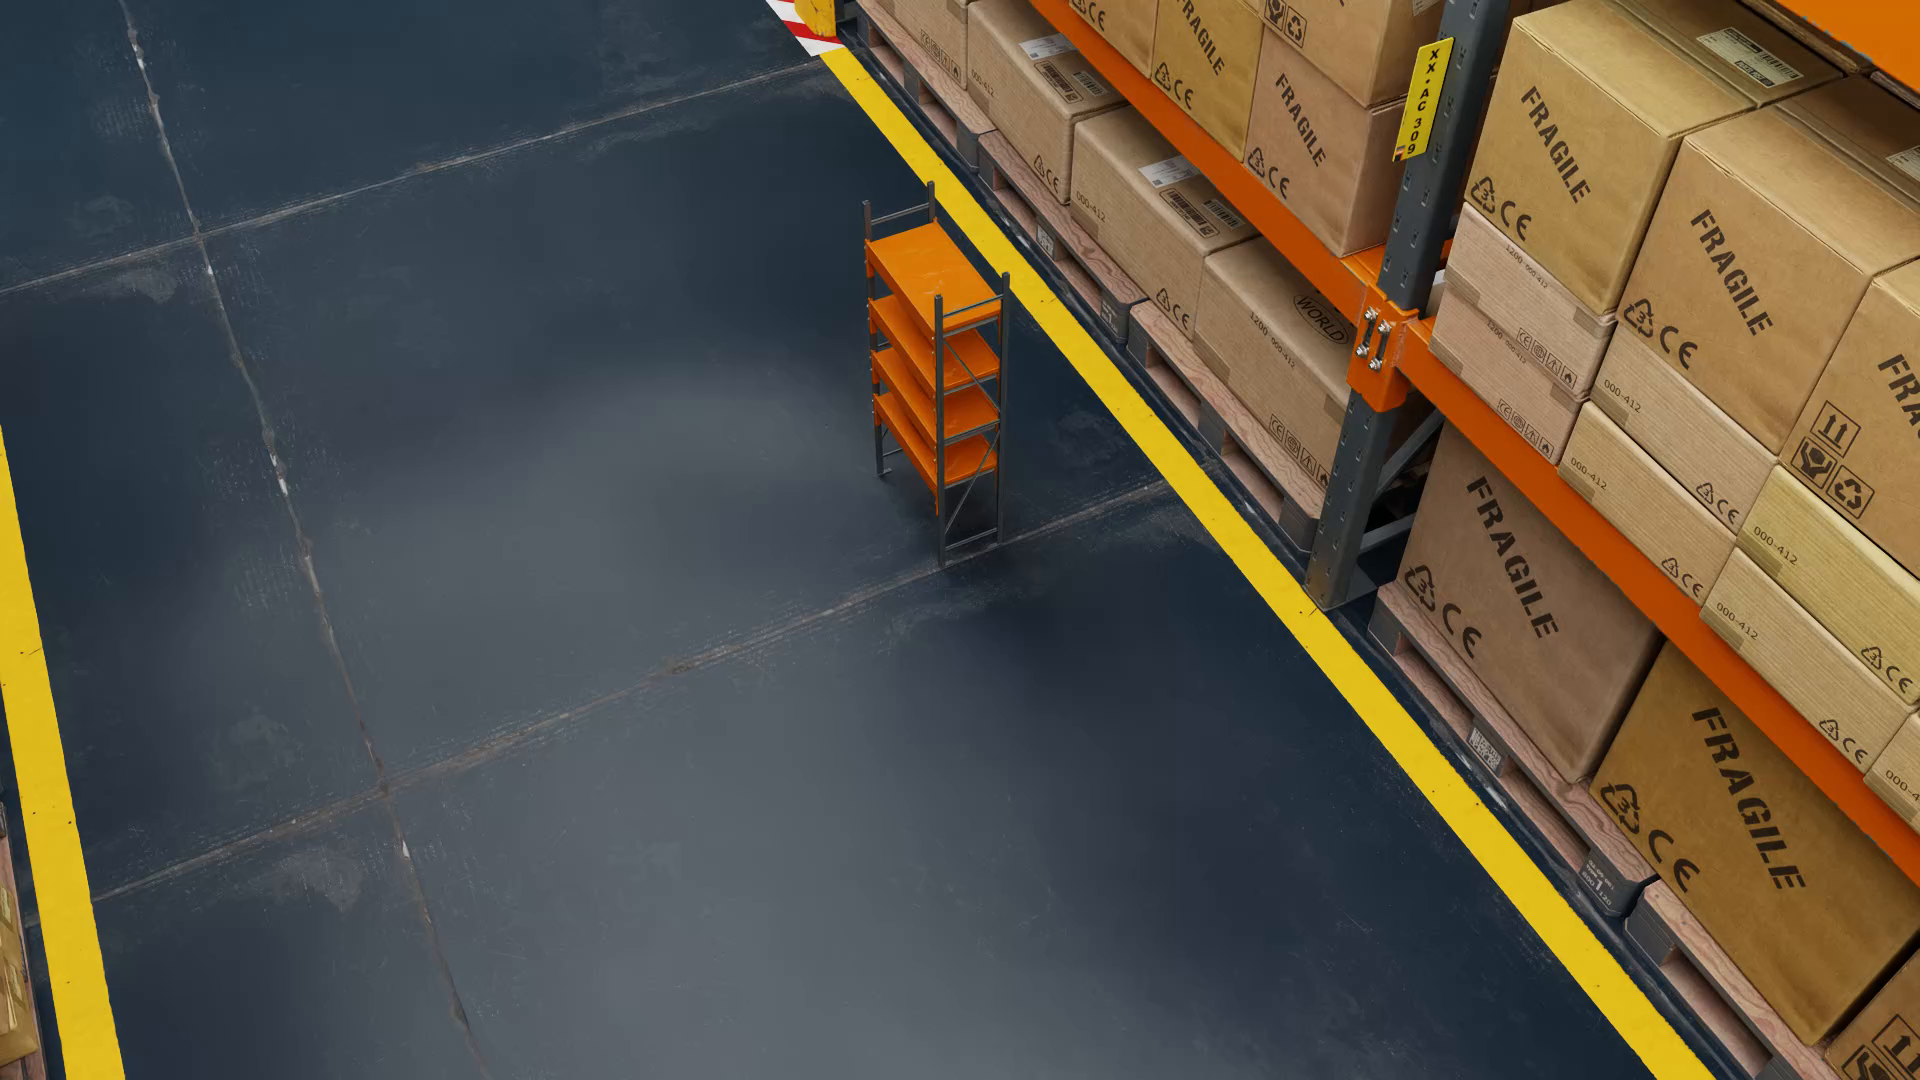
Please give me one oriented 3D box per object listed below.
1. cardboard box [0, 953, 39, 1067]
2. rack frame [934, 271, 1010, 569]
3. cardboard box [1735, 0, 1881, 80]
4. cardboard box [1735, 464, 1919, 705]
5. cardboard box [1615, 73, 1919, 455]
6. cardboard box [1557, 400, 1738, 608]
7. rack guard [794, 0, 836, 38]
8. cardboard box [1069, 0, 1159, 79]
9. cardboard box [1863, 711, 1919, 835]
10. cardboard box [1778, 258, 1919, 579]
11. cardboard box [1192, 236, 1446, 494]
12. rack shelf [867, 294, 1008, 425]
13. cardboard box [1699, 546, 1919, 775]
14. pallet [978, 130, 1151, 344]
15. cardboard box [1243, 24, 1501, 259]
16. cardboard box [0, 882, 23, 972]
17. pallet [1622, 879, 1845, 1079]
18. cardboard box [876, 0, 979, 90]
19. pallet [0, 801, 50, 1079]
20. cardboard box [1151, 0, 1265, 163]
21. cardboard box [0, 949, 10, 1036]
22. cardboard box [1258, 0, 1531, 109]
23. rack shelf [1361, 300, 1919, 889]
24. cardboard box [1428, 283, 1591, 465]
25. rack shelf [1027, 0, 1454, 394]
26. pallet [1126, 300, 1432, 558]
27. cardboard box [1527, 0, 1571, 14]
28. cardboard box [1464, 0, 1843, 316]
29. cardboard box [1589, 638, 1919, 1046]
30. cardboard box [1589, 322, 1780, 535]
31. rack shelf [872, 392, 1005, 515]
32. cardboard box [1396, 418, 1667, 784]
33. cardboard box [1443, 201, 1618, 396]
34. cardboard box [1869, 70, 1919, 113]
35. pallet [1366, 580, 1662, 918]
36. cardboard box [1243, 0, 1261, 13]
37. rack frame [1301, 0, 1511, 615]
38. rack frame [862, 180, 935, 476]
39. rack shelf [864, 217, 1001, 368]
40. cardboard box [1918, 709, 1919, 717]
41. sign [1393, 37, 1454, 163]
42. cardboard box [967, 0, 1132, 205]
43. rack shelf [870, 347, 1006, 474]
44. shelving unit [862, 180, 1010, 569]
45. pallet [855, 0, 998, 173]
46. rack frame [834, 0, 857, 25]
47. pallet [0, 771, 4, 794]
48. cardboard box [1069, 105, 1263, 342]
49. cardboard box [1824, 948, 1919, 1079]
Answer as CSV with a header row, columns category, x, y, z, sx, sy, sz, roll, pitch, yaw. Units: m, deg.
category,x,y,z,sx,sy,sz,roll,pitch,yaw
cardboard box,-2.612,1.265,4.266,0.380,0.149,0.250,-23,53,-19
rack frame,0.036,-0.342,5.252,0.240,1.200,0.015,-21,52,-18
cardboard box,2.052,-1.103,3.991,0.500,0.500,0.500,-20,52,-16
cardboard box,2.045,0.009,3.517,0.500,0.250,0.500,-21,52,-17
cardboard box,1.827,-0.591,3.544,0.500,0.500,0.500,-21,52,-18
cardboard box,1.829,-0.173,4.008,0.500,0.250,0.500,-22,52,-18
rack guard,-0.218,-2.824,7.888,1.175,0.500,0.348,-21,52,-18
cardboard box,0.701,-1.883,5.337,0.500,0.500,0.500,-22,52,-18
cardboard box,2.270,0.513,3.408,0.500,0.250,0.500,-22,52,-18
cardboard box,2.054,-0.255,3.249,0.500,0.500,0.500,-22,52,-18
cardboard box,1.432,-0.705,5.797,0.875,0.438,0.875,-22,52,-18
rack shelf,-0.076,-0.609,5.278,0.258,0.148,0.480,-21,52,-18
cardboard box,2.049,0.176,3.703,0.500,0.250,0.500,-22,52,-18
pallet,0.783,-1.389,6.825,1.003,0.211,1.213,-21,52,-18
cardboard box,1.184,-1.209,4.748,0.500,0.500,0.500,-21,52,-17
cardboard box,-2.734,1.087,4.422,0.380,0.149,0.250,-20,52,-16
pallet,2.606,1.273,4.497,1.003,0.211,1.213,-21,52,-18
cardboard box,0.184,-2.518,7.383,0.875,0.438,0.875,-23,53,-19
pallet,-3.070,1.300,4.473,1.003,0.211,1.213,-21,52,-18
cardboard box,0.944,-1.551,5.048,0.500,0.500,0.500,-22,52,-18
cardboard box,-2.613,1.169,4.152,0.380,0.149,0.250,-19,51,-16
cardboard box,1.162,-1.536,4.370,0.500,0.500,0.500,-22,52,-18
rack shelf,2.539,0.622,3.691,1.077,0.370,4.000,-21,52,-18
cardboard box,1.590,-0.519,4.311,0.500,0.250,0.500,-22,52,-18
rack shelf,0.709,-2.055,6.033,1.077,0.370,4.000,-21,52,-18
pallet,1.345,-0.571,6.110,1.003,0.211,1.213,-21,52,-18
cardboard box,1.621,-1.718,4.529,0.500,0.500,0.500,-21,52,-17
cardboard box,1.570,-0.922,3.833,0.500,0.500,0.500,-21,52,-17
cardboard box,2.399,0.597,4.368,0.875,0.875,0.875,-20,52,-16
cardboard box,1.838,-0.338,3.820,0.500,0.250,0.500,-20,52,-17
rack shelf,-0.076,-0.331,5.595,0.258,0.148,0.480,-21,52,-18
cardboard box,1.979,-0.005,4.894,0.875,0.875,0.875,-20,52,-16
cardboard box,1.574,-0.677,4.117,0.500,0.250,0.500,-23,53,-19
cardboard box,2.295,-0.759,3.691,0.500,0.500,0.500,-20,52,-17
pallet,2.044,0.455,5.212,1.003,0.211,1.213,-21,52,-18
cardboard box,0.937,-1.879,4.670,0.500,0.500,0.500,-22,52,-18
rack frame,1.624,-0.954,4.591,1.000,3.000,0.127,-21,52,-18
rack frame,-0.187,-0.669,5.538,0.240,1.200,0.015,-21,52,-18
rack shelf,-0.076,-0.764,5.099,0.258,0.148,0.480,-21,52,-18
cardboard box,2.278,0.347,3.221,0.500,0.250,0.500,-23,53,-19
sign,1.131,-1.072,4.067,0.100,0.325,0.005,-21,52,-18
cardboard box,0.611,-1.909,6.850,0.875,0.438,0.875,-20,52,-17
rack shelf,-0.076,-0.462,5.446,0.258,0.148,0.480,-21,52,-18
shelving unit,-0.076,-0.506,5.395,0.258,1.200,0.503,-21,52,-18
pallet,0.229,-2.204,7.538,1.003,0.211,1.213,-21,52,-18
rack frame,-0.207,-3.631,6.933,1.000,3.000,0.127,-21,52,-18
pallet,-3.632,0.482,5.188,1.003,0.211,1.213,-21,52,-18
cardboard box,1.022,-1.304,6.321,0.875,0.438,0.875,-23,53,-19
cardboard box,2.808,1.196,3.844,0.875,0.875,0.875,-21,52,-17
